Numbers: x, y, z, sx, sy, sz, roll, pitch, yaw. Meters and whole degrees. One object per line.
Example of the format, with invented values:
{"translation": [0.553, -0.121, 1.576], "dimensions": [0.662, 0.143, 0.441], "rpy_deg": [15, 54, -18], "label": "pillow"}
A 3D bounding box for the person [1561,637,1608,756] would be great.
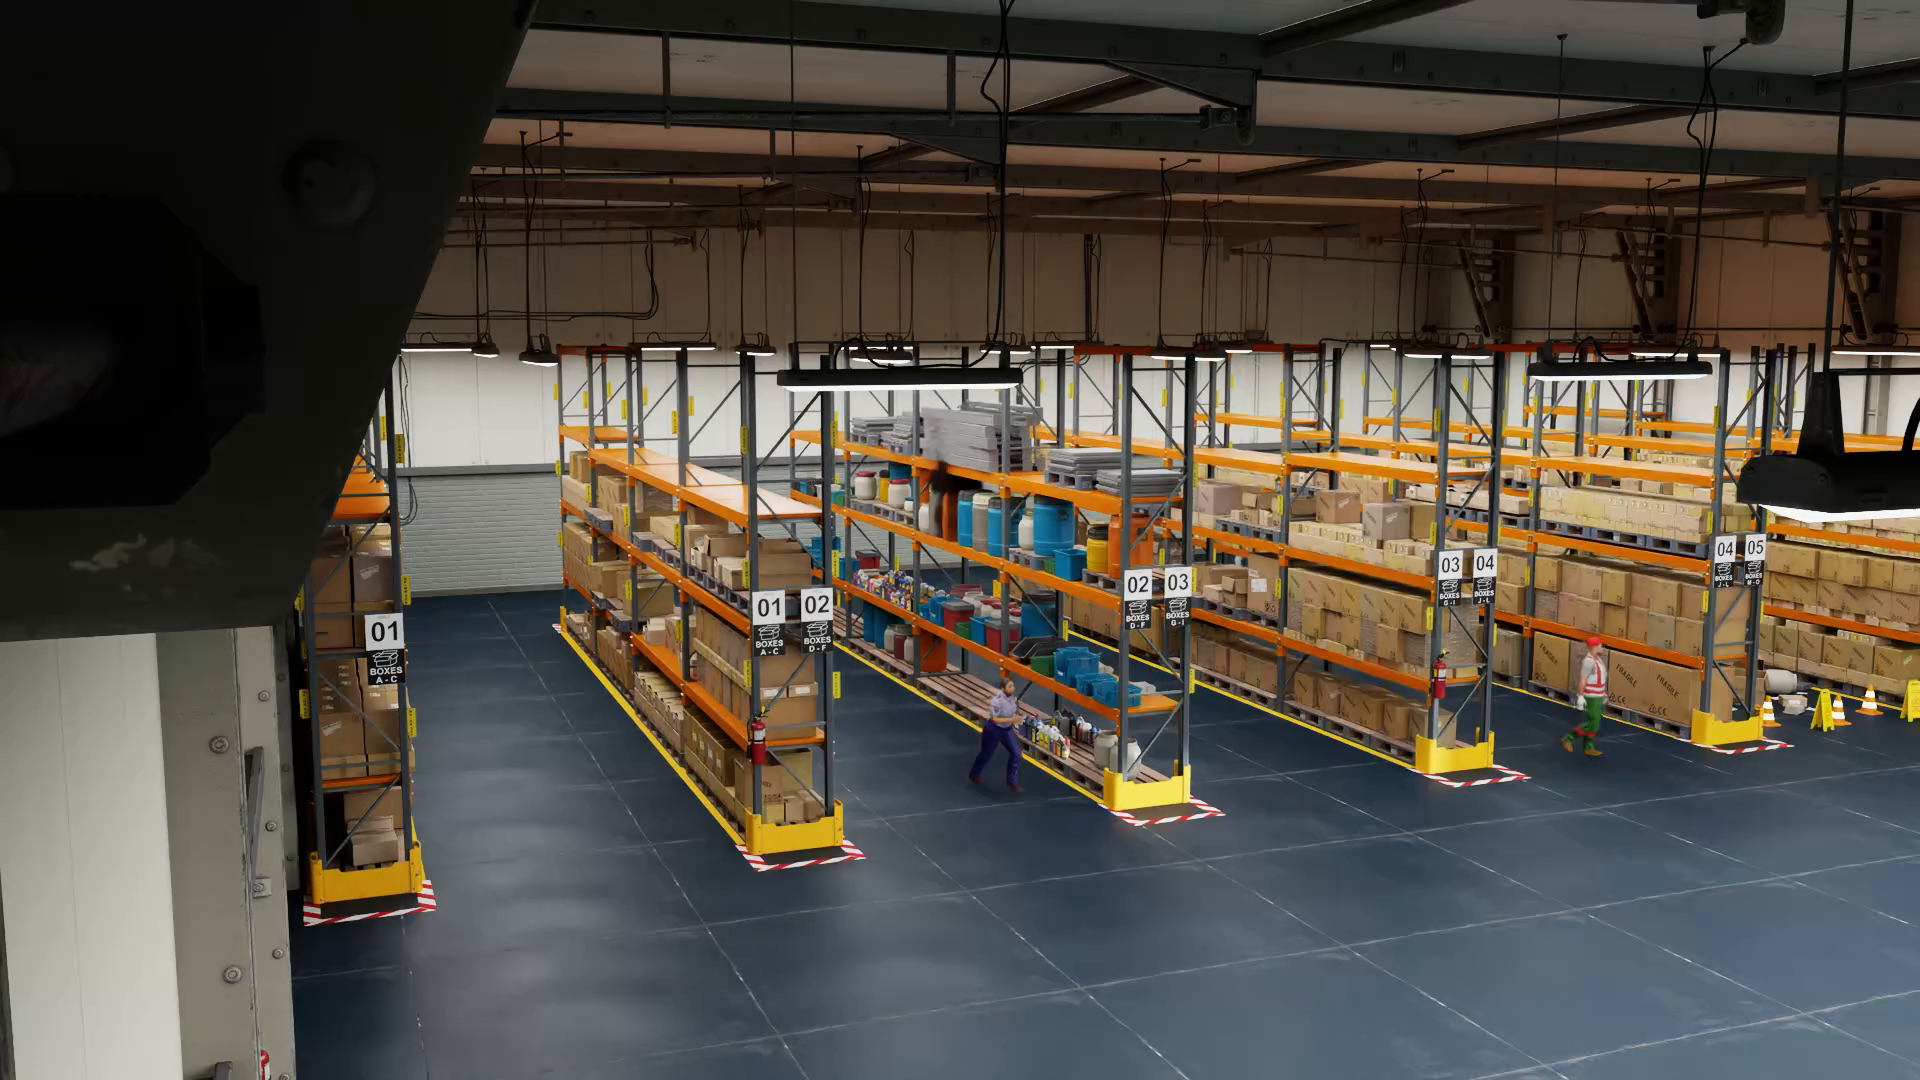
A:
{"translation": [9.273, 2.317, 24.668], "dimensions": [0.579, 1.782, 0.706], "rpy_deg": [4, 8, 29], "label": "person"}

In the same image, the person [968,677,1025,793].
{"translation": [0.534, 2.663, 22.806], "dimensions": [0.935, 1.614, 0.609], "rpy_deg": [7, 10, 43], "label": "person"}

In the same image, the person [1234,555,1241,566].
{"translation": [7.384, -0.049, 43.069], "dimensions": [1.047, 1.761, 0.709], "rpy_deg": [-5, 9, -37], "label": "person"}

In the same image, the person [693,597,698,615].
{"translation": [-4.856, 1.371, 32.442], "dimensions": [0.681, 1.709, 0.699], "rpy_deg": [-6, 9, -37], "label": "person"}
